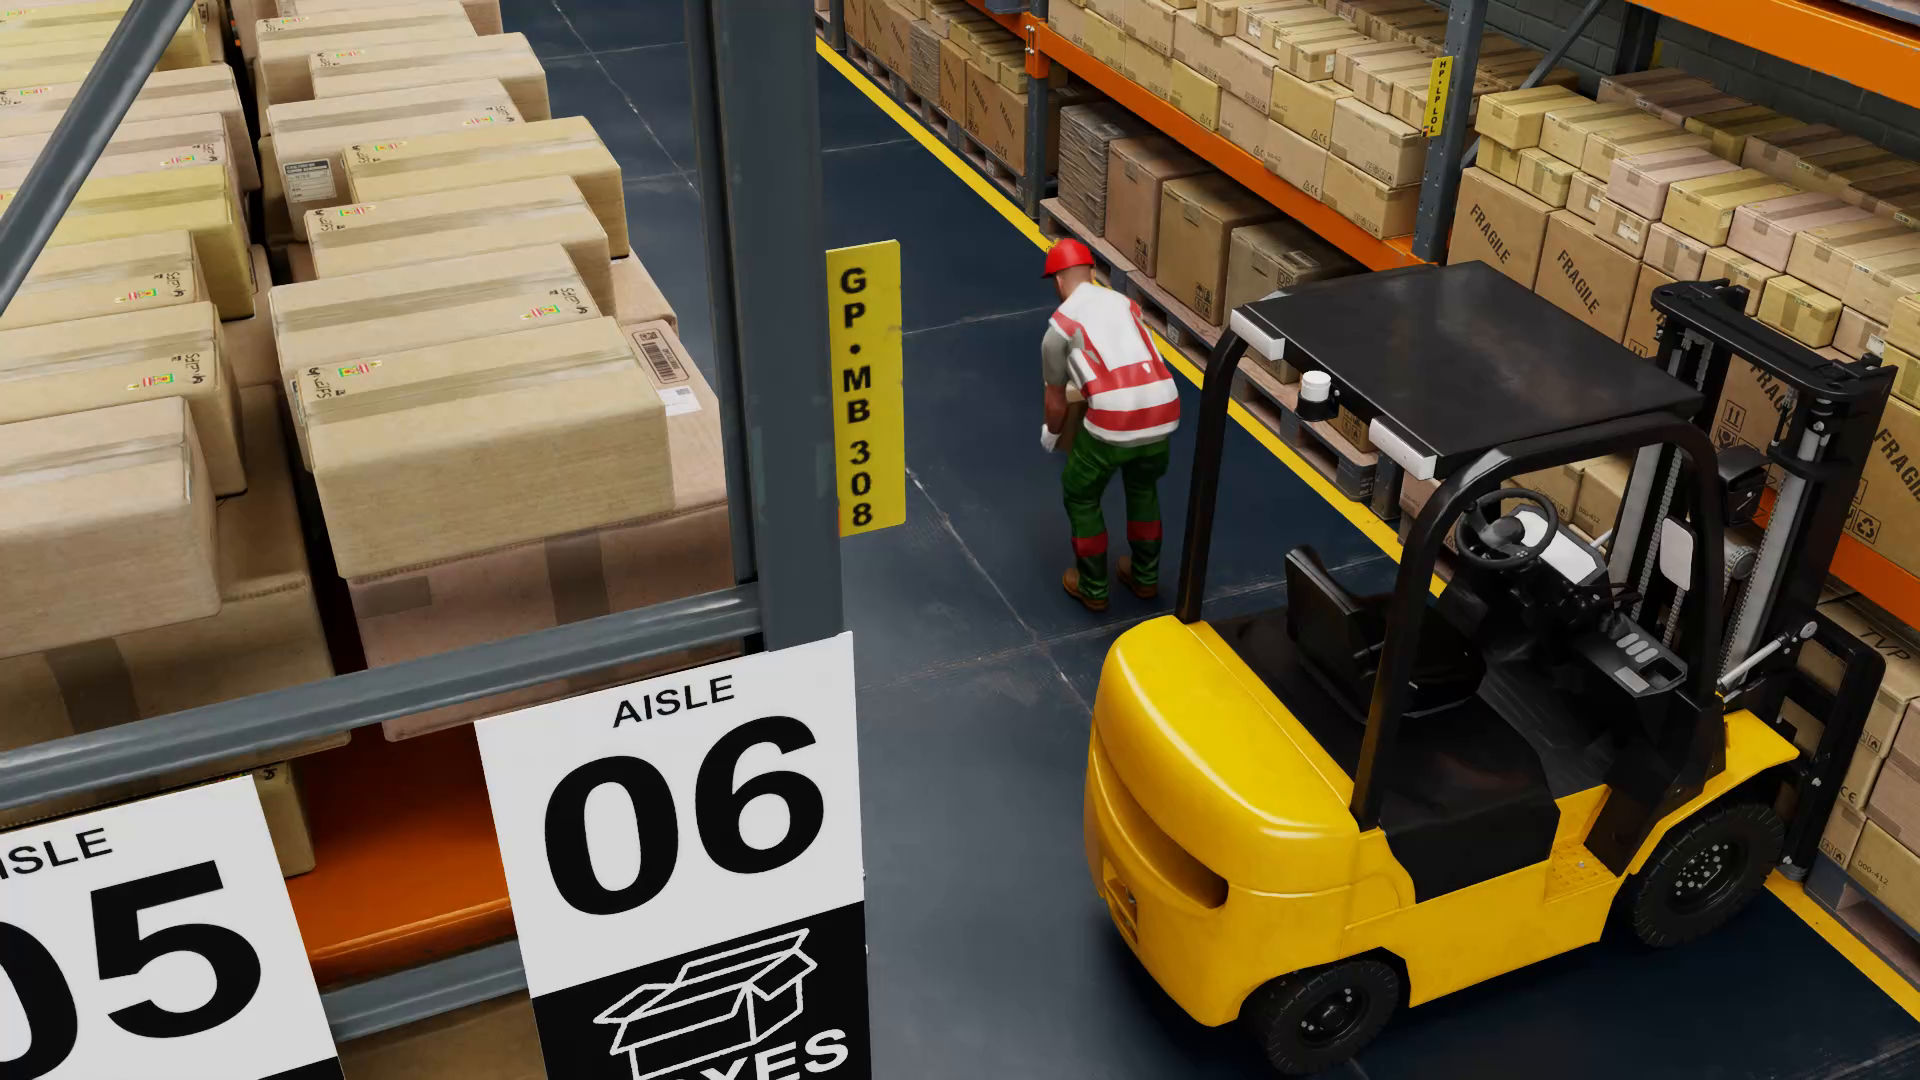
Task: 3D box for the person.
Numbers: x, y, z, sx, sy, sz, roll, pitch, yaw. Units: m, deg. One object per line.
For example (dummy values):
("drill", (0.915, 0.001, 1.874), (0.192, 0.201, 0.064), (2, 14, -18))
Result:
("person", (0.595, -0.493, 7.153), (0.492, 1.478, 0.851), (-14, 36, -20))
